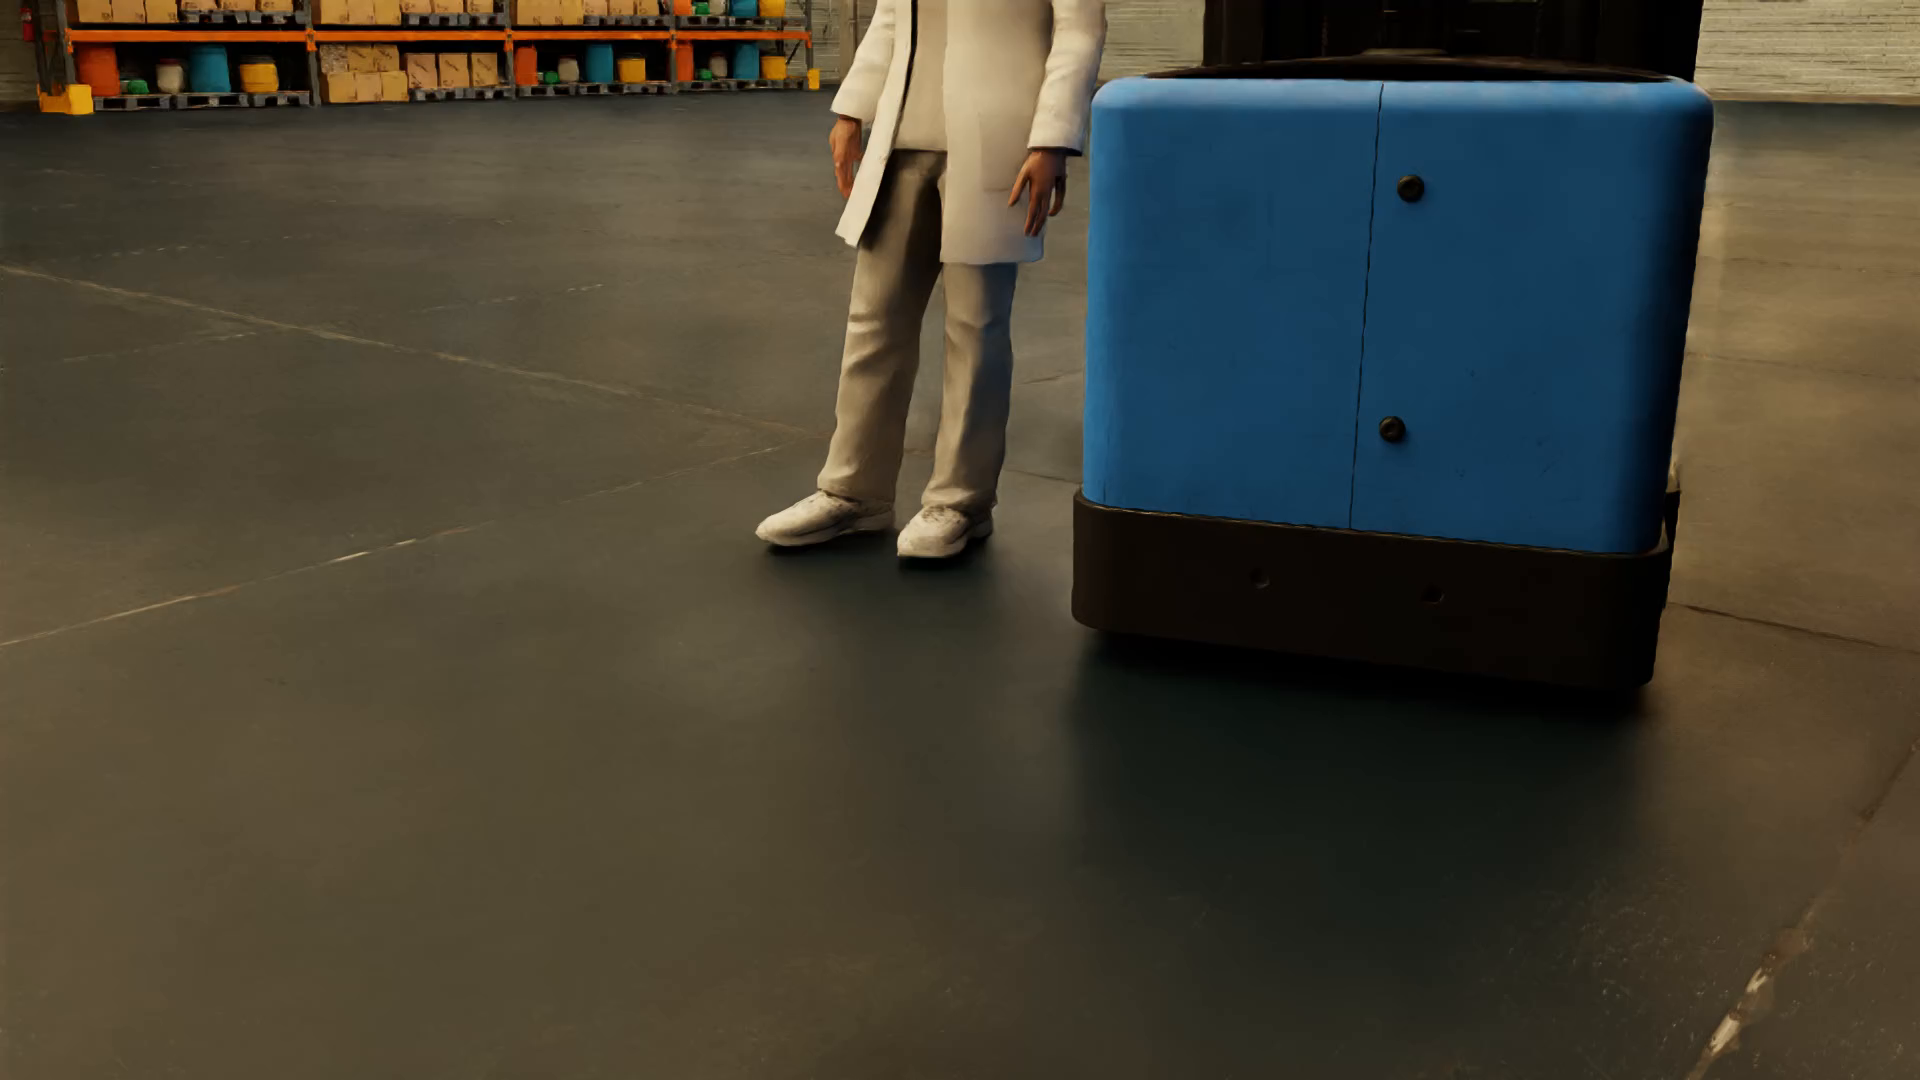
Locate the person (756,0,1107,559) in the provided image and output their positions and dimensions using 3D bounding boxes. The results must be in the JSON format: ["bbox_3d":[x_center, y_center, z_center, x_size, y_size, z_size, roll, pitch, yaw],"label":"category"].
[{"bbox_3d":[-0.061,-0.838,3.617,0.694,1.776,0.580,13,21,37],"label":"person"}]

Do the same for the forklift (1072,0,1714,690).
[{"bbox_3d":[1.188,-1.533,3.947,1.130,2.935,3.031,6,18,19],"label":"forklift"}]
